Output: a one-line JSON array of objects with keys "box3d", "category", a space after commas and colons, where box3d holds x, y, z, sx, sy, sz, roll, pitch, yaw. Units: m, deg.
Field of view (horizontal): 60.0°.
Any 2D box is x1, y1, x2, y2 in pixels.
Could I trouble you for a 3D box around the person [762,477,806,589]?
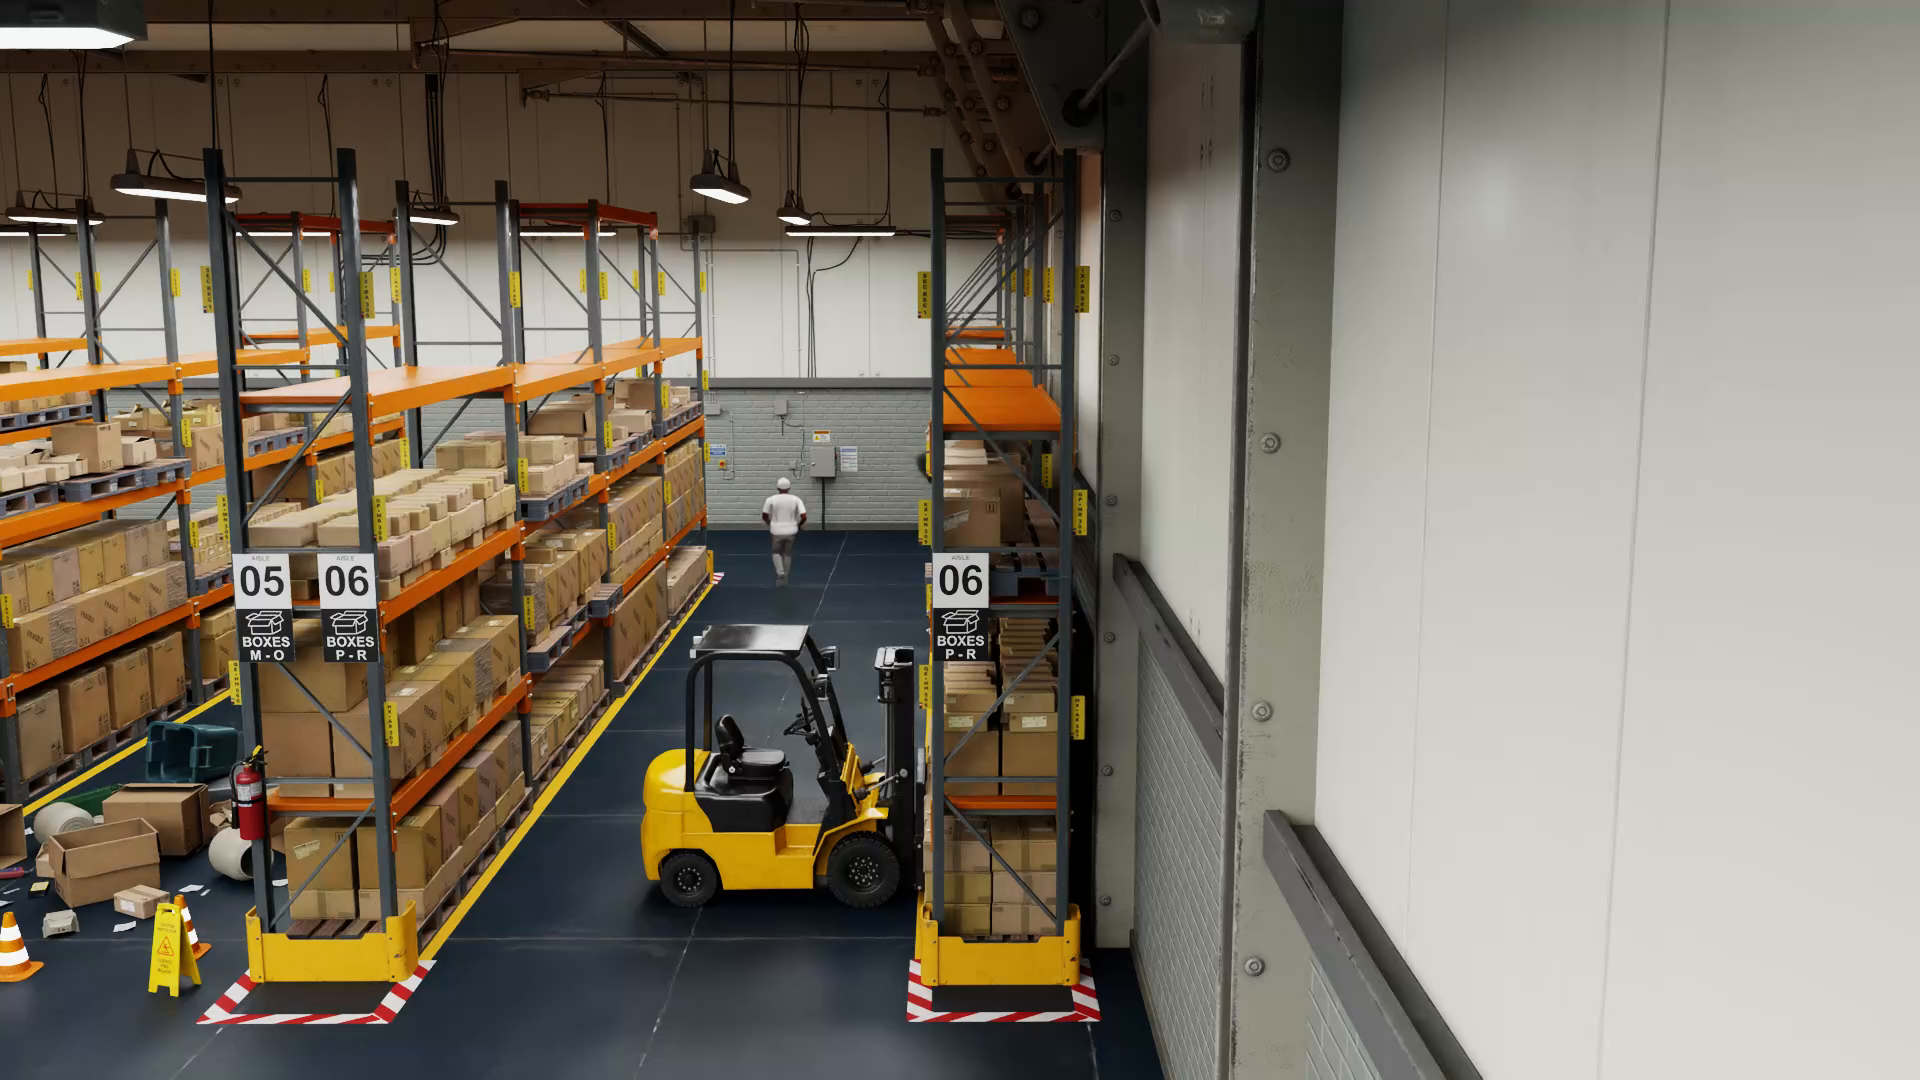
[{"box3d": [-2.740, -0.114, 25.891, 0.686, 1.735, 0.534, -2, 9, -10], "category": "person"}]
